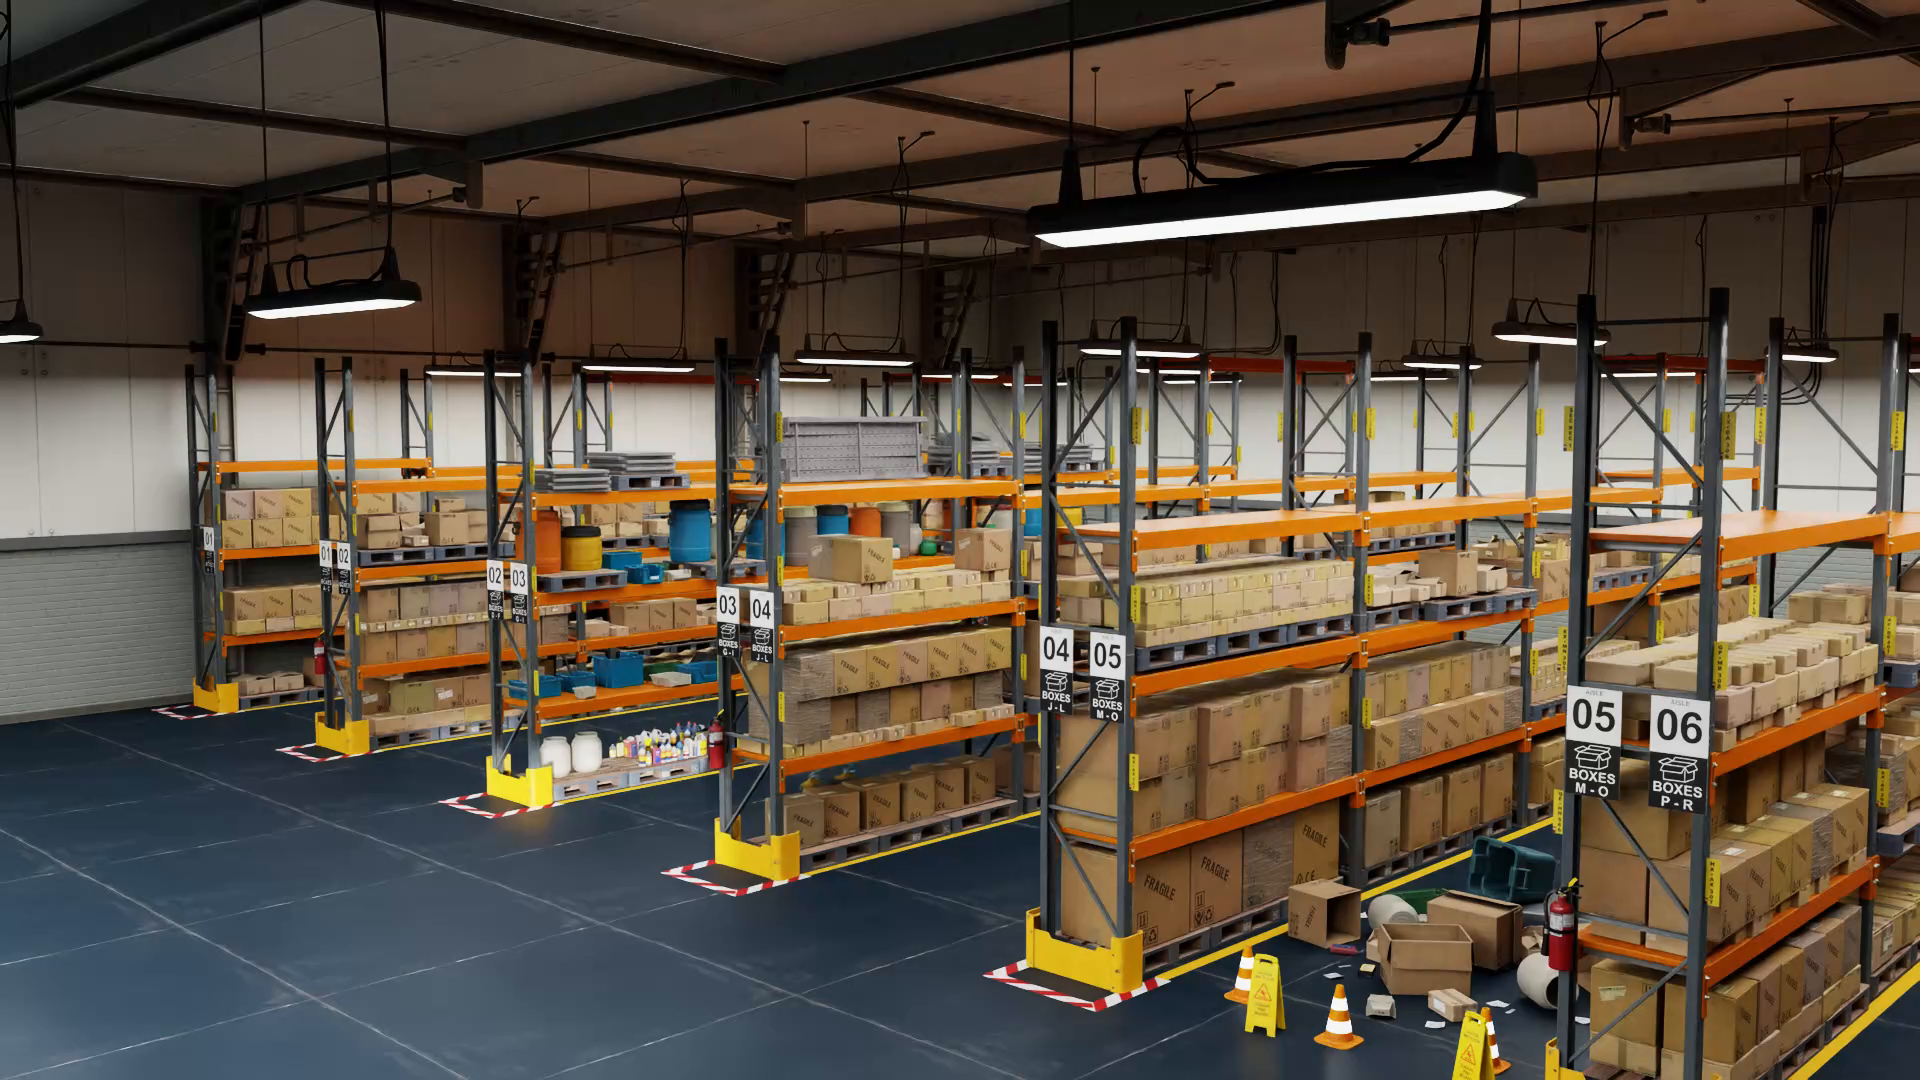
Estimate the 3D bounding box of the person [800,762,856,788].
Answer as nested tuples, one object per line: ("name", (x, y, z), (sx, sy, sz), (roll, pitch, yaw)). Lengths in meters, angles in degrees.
("person", (-1.861, 2.510, 23.094), (0.907, 1.732, 0.610), (-2, 5, -23))
